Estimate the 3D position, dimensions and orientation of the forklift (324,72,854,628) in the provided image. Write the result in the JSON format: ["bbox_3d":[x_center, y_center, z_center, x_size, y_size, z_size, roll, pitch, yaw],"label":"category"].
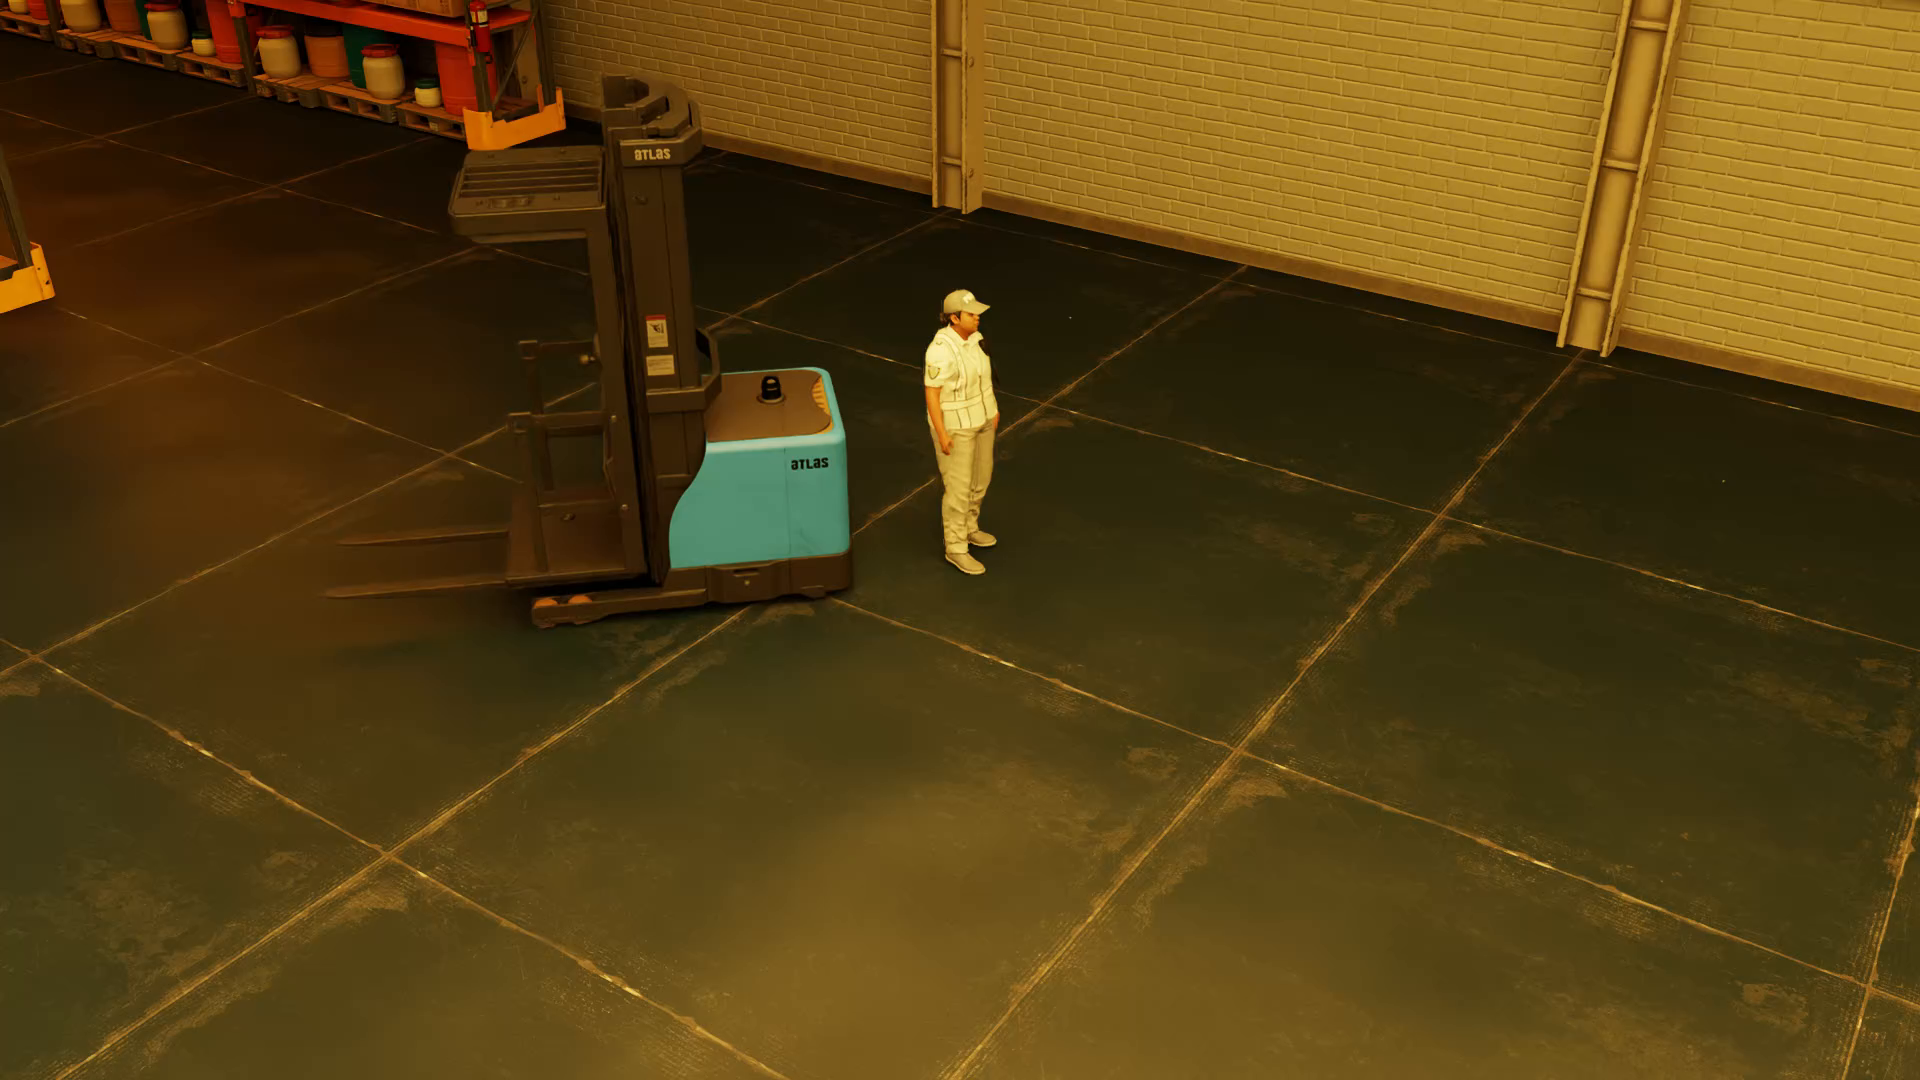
[{"bbox_3d":[-2.202,-1.046,9.383,3.031,2.935,1.130,-5,31,-9],"label":"forklift"}]

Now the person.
[{"bbox_3d":[0.073,-0.681,10.020,0.516,1.670,0.599,20,35,30],"label":"person"}]
